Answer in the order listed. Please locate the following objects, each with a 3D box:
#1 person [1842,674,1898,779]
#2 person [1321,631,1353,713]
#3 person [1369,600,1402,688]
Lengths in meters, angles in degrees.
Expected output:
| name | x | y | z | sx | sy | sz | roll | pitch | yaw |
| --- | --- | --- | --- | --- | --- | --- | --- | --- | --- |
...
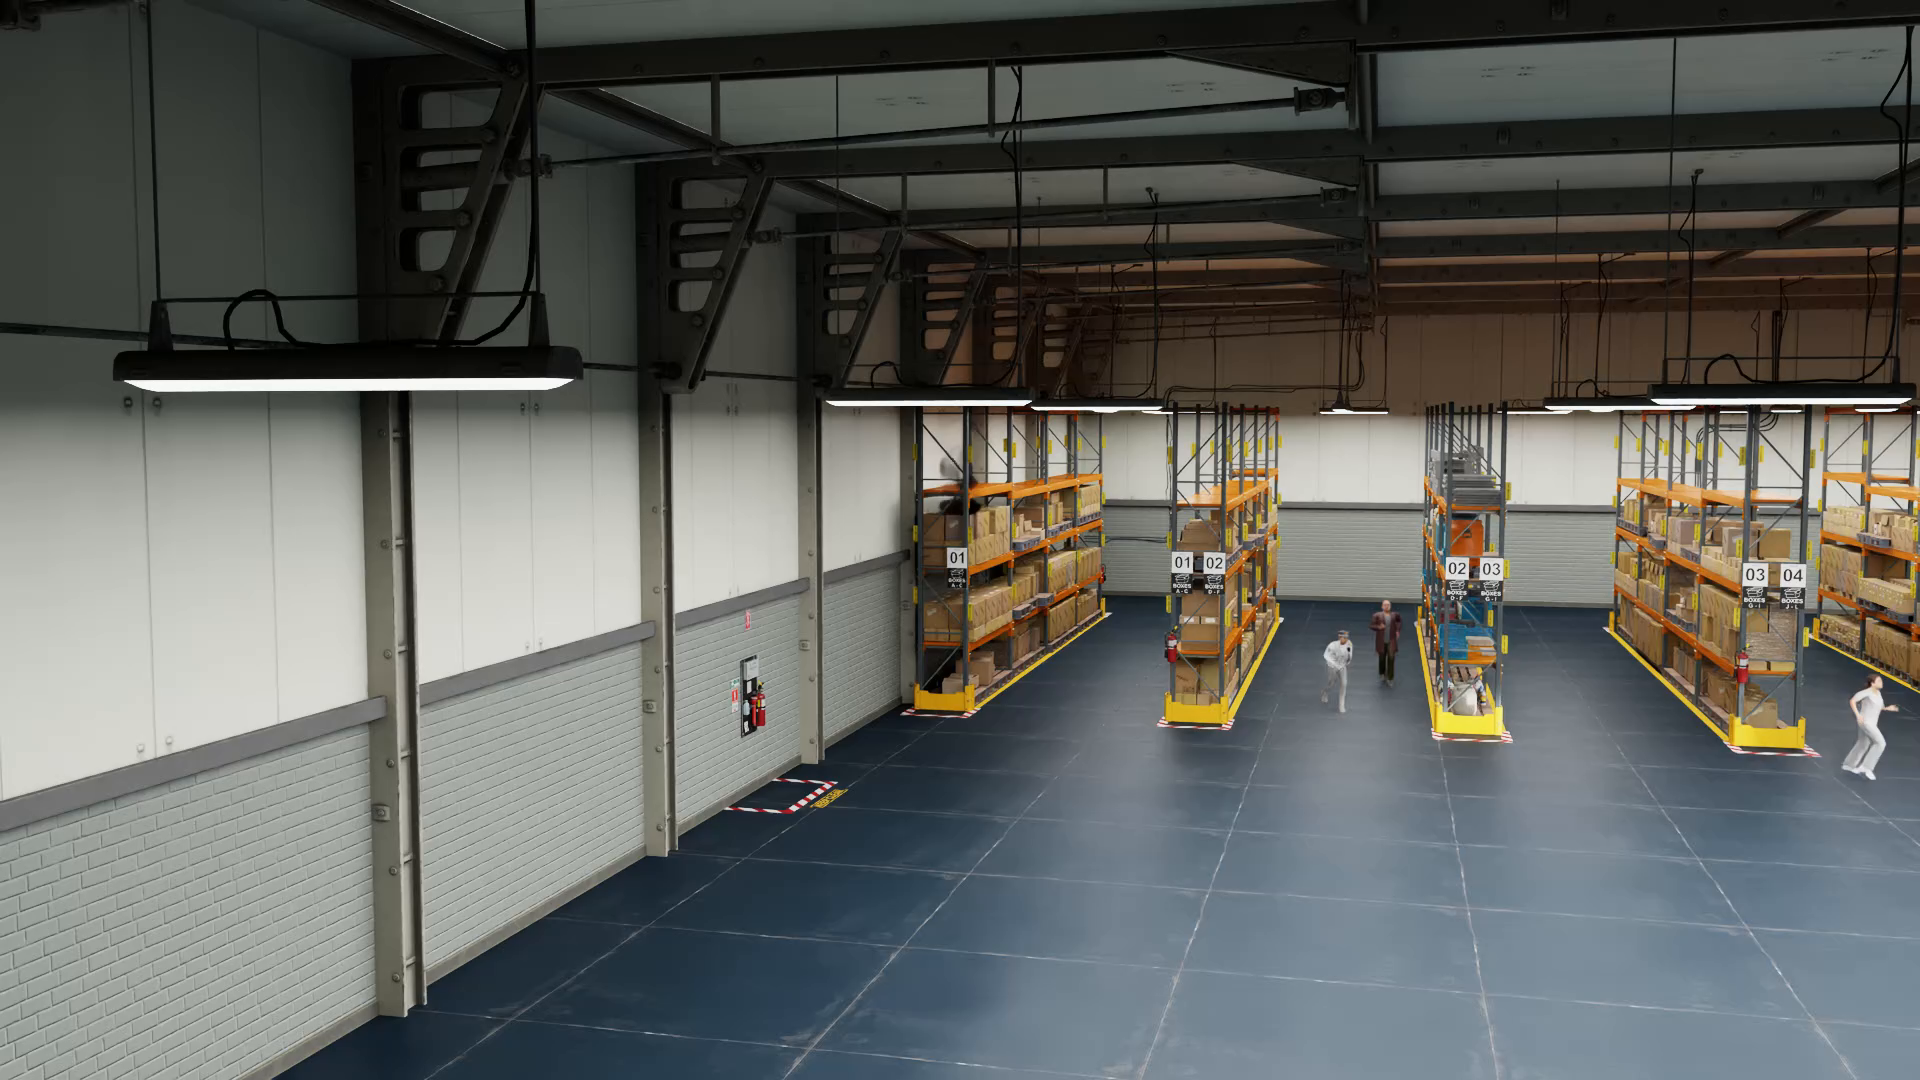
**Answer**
| name | x | y | z | sx | sy | sz | roll | pitch | yaw |
| --- | --- | --- | --- | --- | --- | --- | --- | --- | --- |
| person | 14.434 | 2.955 | 26.398 | 0.565 | 1.695 | 0.765 | -4 | 6 | -44 |
| person | 7.366 | 2.539 | 32.630 | 0.655 | 1.627 | 0.978 | -1 | 4 | -16 |
| person | 9.102 | 2.194 | 35.554 | 0.697 | 1.828 | 0.916 | 1 | 4 | 10 |
